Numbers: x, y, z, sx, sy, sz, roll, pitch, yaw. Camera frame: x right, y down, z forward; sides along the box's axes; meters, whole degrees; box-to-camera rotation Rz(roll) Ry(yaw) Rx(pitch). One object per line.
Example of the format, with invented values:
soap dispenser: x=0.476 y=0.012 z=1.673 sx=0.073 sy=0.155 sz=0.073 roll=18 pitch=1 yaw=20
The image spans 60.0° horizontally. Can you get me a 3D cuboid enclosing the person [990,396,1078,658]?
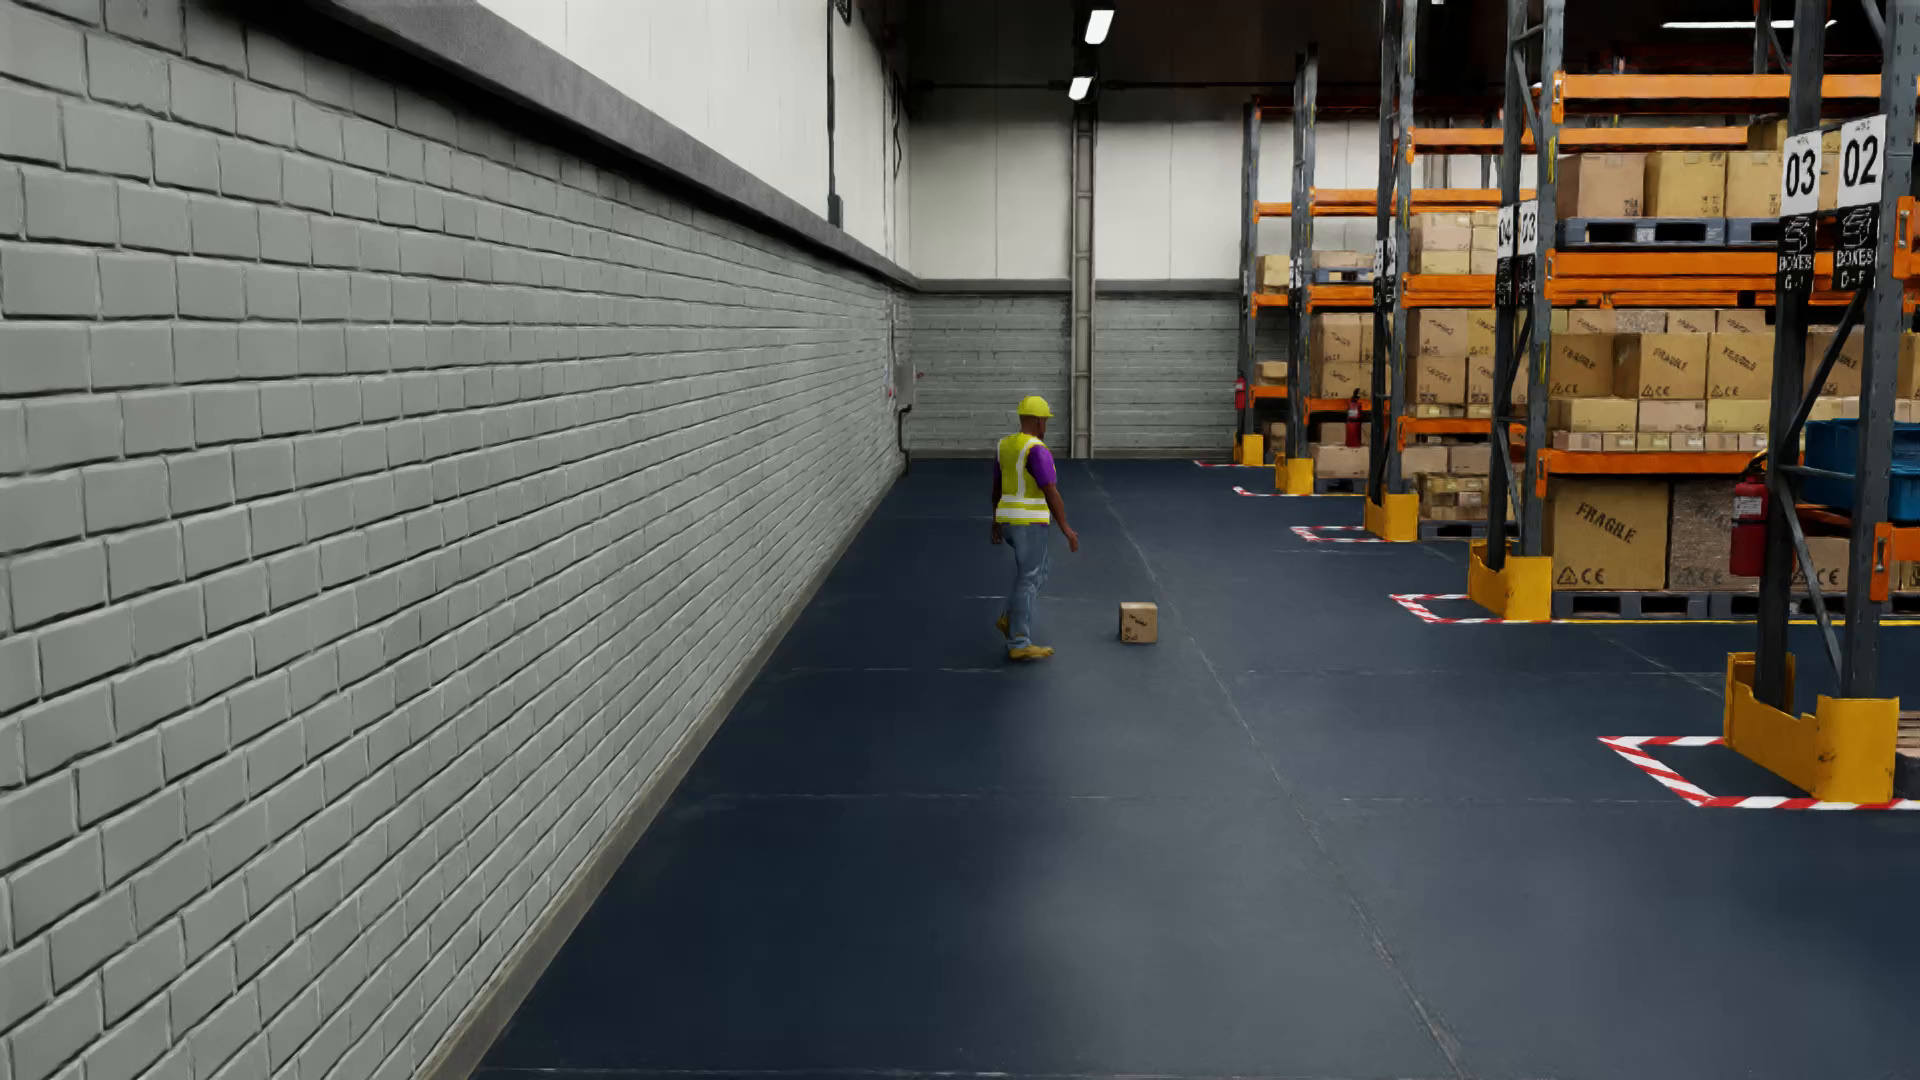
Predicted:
person: x=0.464 y=-0.099 z=11.320 sx=0.471 sy=1.758 sz=0.728 roll=-4 pitch=8 yaw=-27
